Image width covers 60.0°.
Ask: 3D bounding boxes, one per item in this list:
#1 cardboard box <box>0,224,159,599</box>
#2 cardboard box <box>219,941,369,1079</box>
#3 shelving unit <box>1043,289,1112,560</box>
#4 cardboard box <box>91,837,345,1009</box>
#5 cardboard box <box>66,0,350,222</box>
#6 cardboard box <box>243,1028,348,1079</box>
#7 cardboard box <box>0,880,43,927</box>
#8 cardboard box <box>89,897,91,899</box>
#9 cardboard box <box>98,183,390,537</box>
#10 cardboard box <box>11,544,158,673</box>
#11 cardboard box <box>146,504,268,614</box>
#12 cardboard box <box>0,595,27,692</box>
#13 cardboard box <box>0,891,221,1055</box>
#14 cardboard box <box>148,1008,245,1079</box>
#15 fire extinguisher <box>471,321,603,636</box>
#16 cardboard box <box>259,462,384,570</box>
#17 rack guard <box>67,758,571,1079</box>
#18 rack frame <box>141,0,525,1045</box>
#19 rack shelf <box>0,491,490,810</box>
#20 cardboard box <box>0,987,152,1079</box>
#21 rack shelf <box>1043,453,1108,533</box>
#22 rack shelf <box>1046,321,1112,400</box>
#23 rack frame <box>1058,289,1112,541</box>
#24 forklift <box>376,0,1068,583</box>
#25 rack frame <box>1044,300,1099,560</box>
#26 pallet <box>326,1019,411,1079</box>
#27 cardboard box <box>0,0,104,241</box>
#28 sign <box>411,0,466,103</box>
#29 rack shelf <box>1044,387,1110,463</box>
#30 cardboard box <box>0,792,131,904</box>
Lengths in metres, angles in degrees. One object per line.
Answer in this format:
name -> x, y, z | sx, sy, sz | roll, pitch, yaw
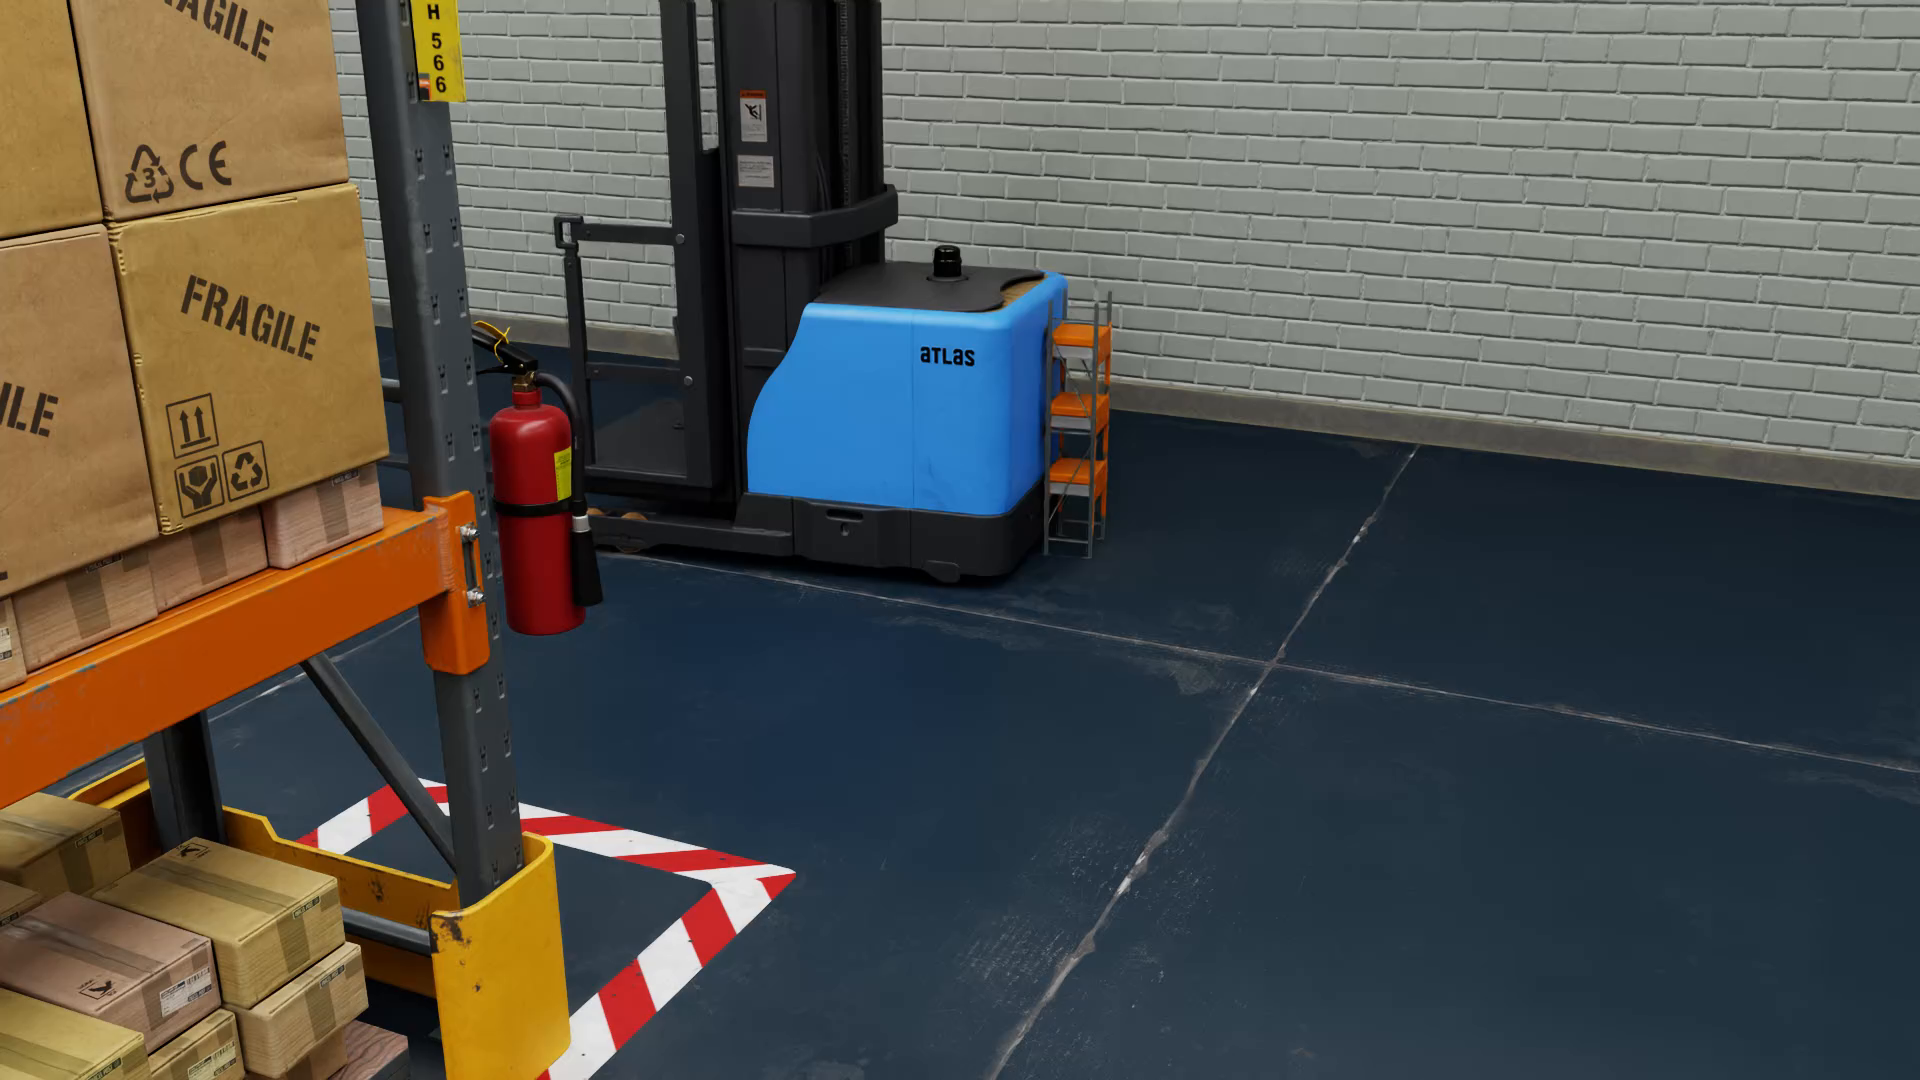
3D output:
cardboard box -> -1.598, -0.193, 2.441 | 0.500, 0.500, 0.500 | 8, 21, 22
cardboard box -> -1.389, 0.871, 3.228 | 0.380, 0.149, 0.250 | 8, 21, 21
shelving unit -> 0.474, -0.464, 6.706 | 0.215, 1.050, 0.252 | 6, 20, 16
cardboard box -> -1.418, 0.727, 3.189 | 0.380, 0.149, 0.250 | 9, 21, 23
cardboard box -> -1.393, -0.819, 2.711 | 0.500, 0.500, 0.500 | 8, 21, 22
cardboard box -> -1.458, 1.000, 3.308 | 0.380, 0.149, 0.250 | 9, 21, 24
cardboard box -> -1.960, 0.744, 3.139 | 0.380, 0.149, 0.250 | 9, 21, 24
cardboard box -> -1.882, 0.795, 3.440 | 0.380, 0.149, 0.250 | 10, 22, 25
cardboard box -> -1.382, -0.350, 2.882 | 0.500, 0.500, 0.500 | 9, 21, 24
cardboard box -> -1.533, 0.071, 2.666 | 0.380, 0.149, 0.250 | 8, 21, 22
cardboard box -> -1.445, -0.007, 2.888 | 0.380, 0.149, 0.250 | 9, 21, 23
cardboard box -> -1.617, 0.153, 2.438 | 0.380, 0.149, 0.250 | 9, 22, 24
cardboard box -> -1.574, 0.796, 2.995 | 0.380, 0.149, 0.250 | 9, 21, 24
cardboard box -> -1.545, 0.943, 3.024 | 0.380, 0.149, 0.250 | 8, 21, 21
fire extinguisher -> -0.909, -0.136, 3.548 | 0.296, 0.674, 0.183 | 9, 21, 23
cardboard box -> -1.308, -0.078, 3.087 | 0.380, 0.149, 0.250 | 9, 21, 23
rack guard -> -1.464, 0.866, 3.788 | 1.175, 0.500, 0.348 | 9, 21, 23
rack frame -> -1.433, -0.335, 3.434 | 1.000, 3.000, 0.127 | 9, 21, 23
rack shelf -> -2.252, 0.615, 1.835 | 1.077, 0.370, 4.000 | 9, 21, 23
cardboard box -> -1.564, 0.892, 2.723 | 0.380, 0.149, 0.250 | 8, 21, 21
rack shelf -> 0.474, -0.192, 6.802 | 0.215, 0.259, 0.240 | 6, 20, 16
rack shelf -> 0.474, -0.721, 6.614 | 0.215, 0.259, 0.240 | 6, 20, 16
rack frame -> 0.509, -0.503, 6.816 | 0.200, 1.050, 0.008 | 6, 20, 16
forklift -> -1.113, -1.485, 6.771 | 3.031, 2.935, 1.130 | 6, 20, 17
rack frame -> 0.439, -0.424, 6.596 | 0.200, 1.050, 0.008 | 6, 20, 16
pallet -> -1.829, 1.246, 3.151 | 1.003, 0.211, 1.213 | 9, 21, 23
cardboard box -> -1.601, -0.664, 2.275 | 0.500, 0.500, 0.500 | 8, 21, 21
sign -> -0.935, -0.947, 2.956 | 0.100, 0.325, 0.005 | 9, 21, 23
rack shelf -> 0.474, -0.454, 6.709 | 0.215, 0.259, 0.240 | 6, 20, 16
cardboard box -> -1.957, 0.644, 3.422 | 0.380, 0.149, 0.250 | 8, 21, 20
